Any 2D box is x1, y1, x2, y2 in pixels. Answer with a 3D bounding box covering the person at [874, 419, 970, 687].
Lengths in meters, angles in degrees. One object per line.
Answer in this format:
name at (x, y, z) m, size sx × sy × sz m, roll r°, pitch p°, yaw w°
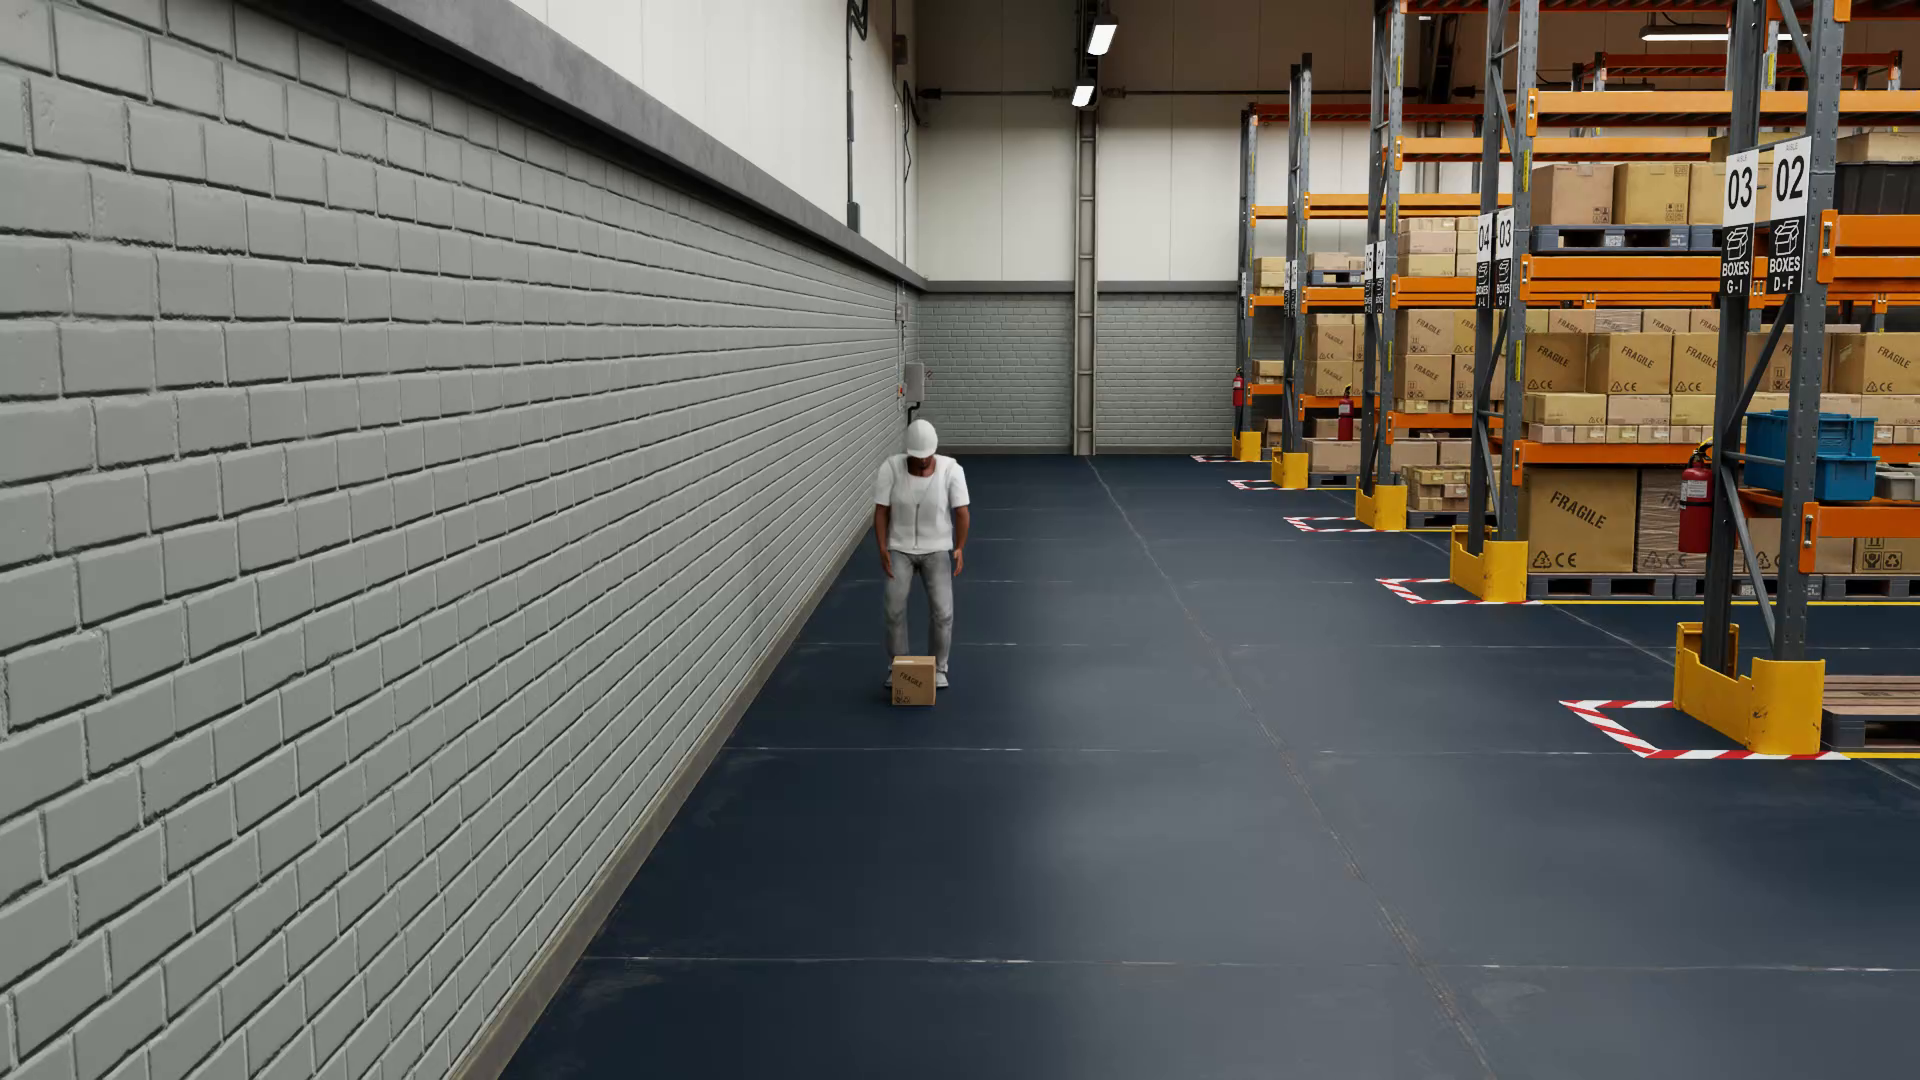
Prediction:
person at (-0.238, 0.082, 10.368) m, size 0.602 × 1.682 × 0.511 m, roll 0°, pitch 7°, yaw 3°
